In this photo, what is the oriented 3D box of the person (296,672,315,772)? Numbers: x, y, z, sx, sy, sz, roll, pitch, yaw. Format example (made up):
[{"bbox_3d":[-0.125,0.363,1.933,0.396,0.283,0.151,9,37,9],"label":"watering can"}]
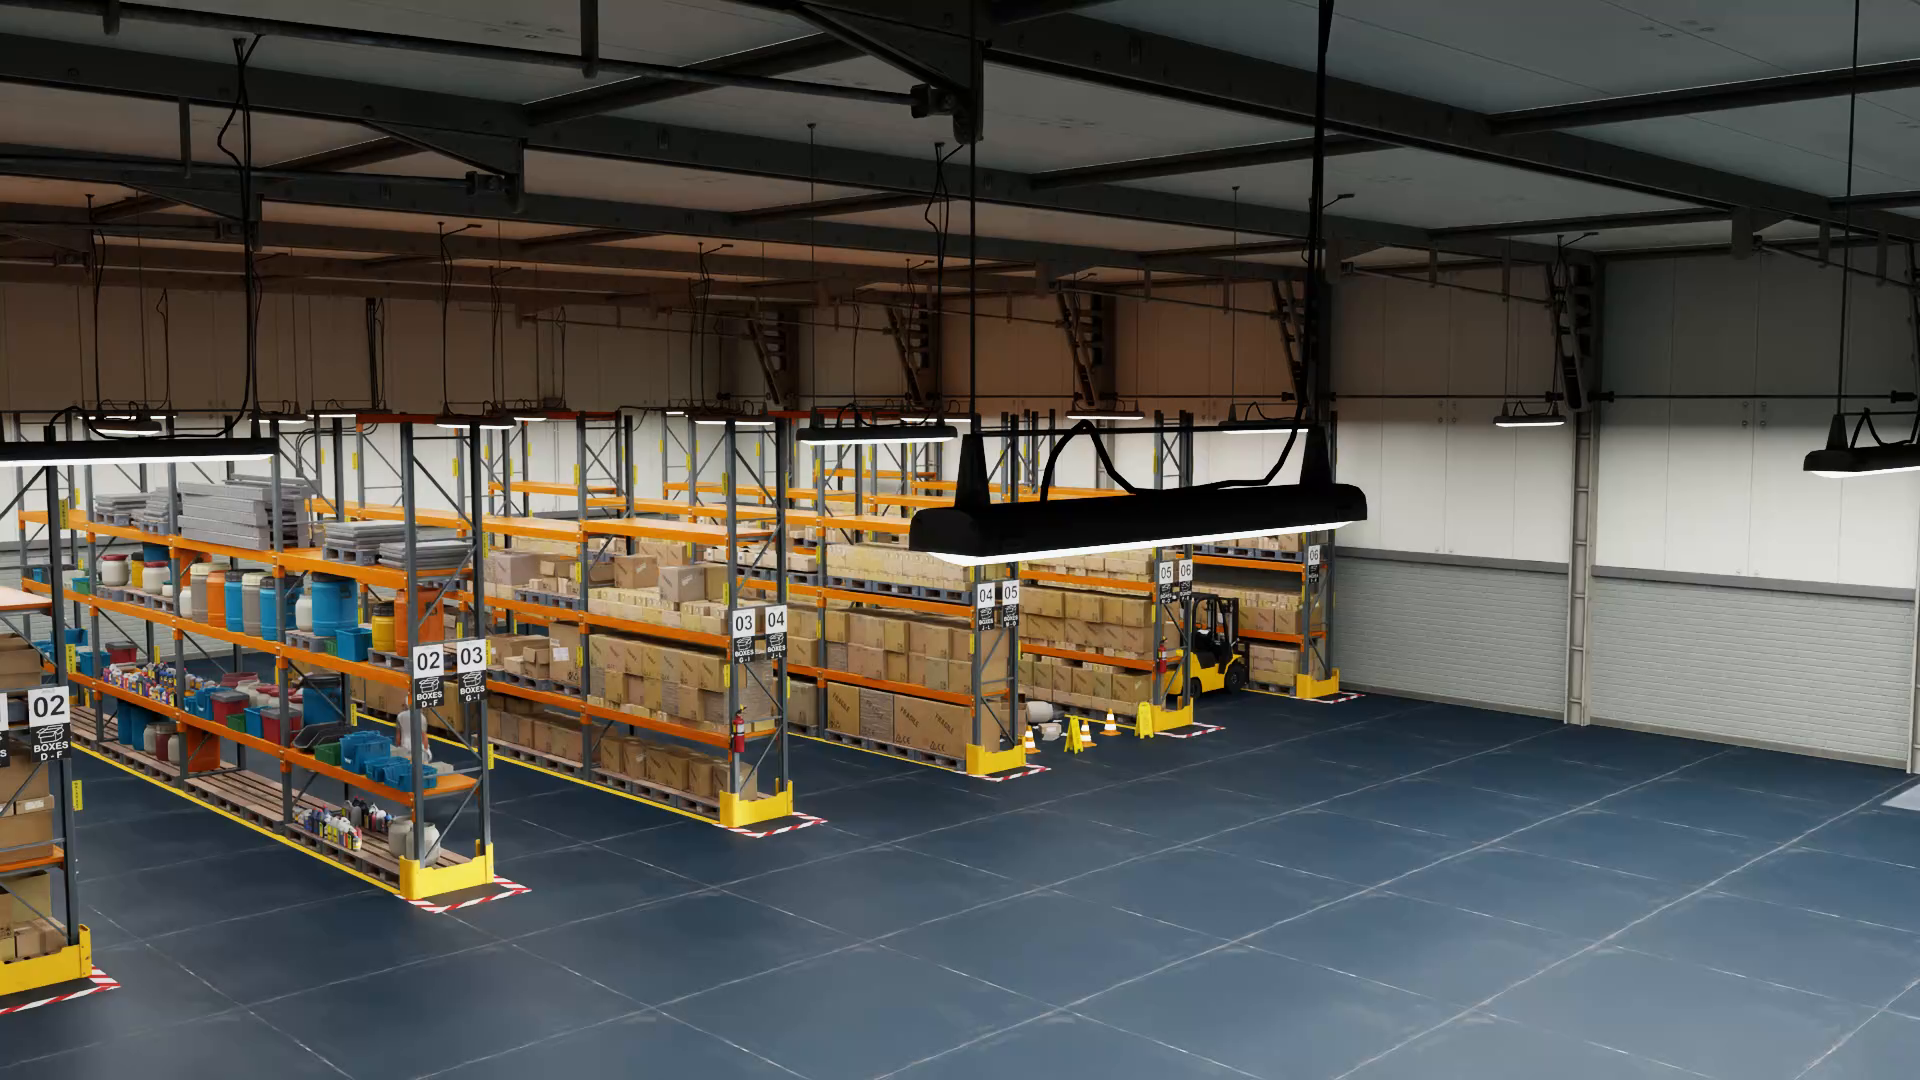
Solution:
[{"bbox_3d":[-10.891,3.064,27.957,0.516,1.715,0.435,1,5,10],"label":"person"}]

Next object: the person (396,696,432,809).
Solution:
[{"bbox_3d":[-8.334,3.220,25.371,0.541,1.785,0.497,-1,5,-9],"label":"person"}]
